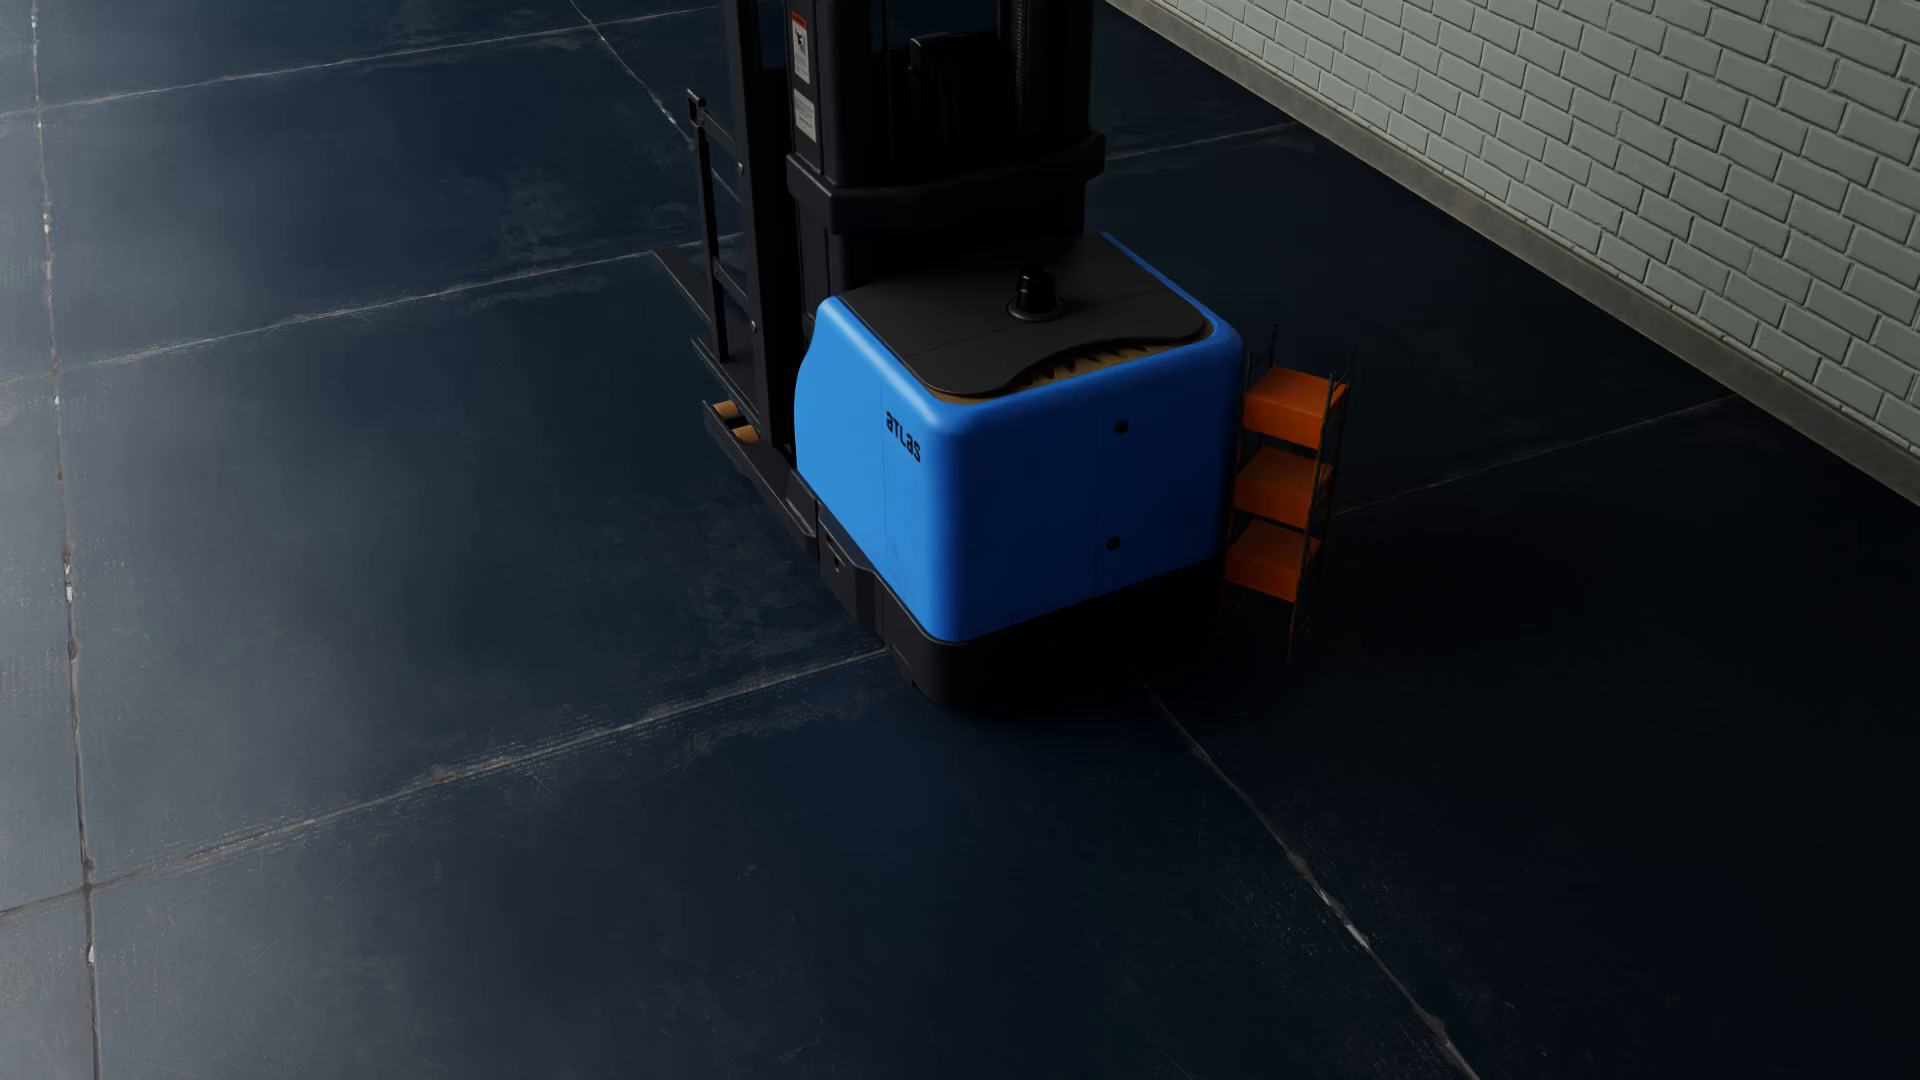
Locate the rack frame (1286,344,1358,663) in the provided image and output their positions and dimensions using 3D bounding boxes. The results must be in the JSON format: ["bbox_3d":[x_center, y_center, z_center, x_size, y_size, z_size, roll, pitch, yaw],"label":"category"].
[{"bbox_3d":[1.081,-0.087,4.986,0.008,1.050,0.200,20,41,24],"label":"rack frame"}]

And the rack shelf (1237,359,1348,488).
[{"bbox_3d":[0.976,-0.344,4.874,0.240,0.259,0.215,20,41,24],"label":"rack shelf"}]

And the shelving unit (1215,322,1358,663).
[{"bbox_3d":[0.976,-0.124,5.036,0.252,1.050,0.215,20,41,24],"label":"shelving unit"}]

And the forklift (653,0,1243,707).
[{"bbox_3d":[-0.302,-1.543,5.370,1.130,2.935,3.031,-17,40,-22],"label":"forklift"}]

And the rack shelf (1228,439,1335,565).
[{"bbox_3d":[0.976,-0.116,5.043,0.240,0.259,0.215,20,41,24],"label":"rack shelf"}]

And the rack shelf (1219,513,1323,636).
[{"bbox_3d":[0.976,0.107,5.208,0.240,0.259,0.215,20,41,24],"label":"rack shelf"}]

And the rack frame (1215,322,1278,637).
[{"bbox_3d":[0.871,-0.162,5.087,0.008,1.050,0.200,20,41,24],"label":"rack frame"}]
